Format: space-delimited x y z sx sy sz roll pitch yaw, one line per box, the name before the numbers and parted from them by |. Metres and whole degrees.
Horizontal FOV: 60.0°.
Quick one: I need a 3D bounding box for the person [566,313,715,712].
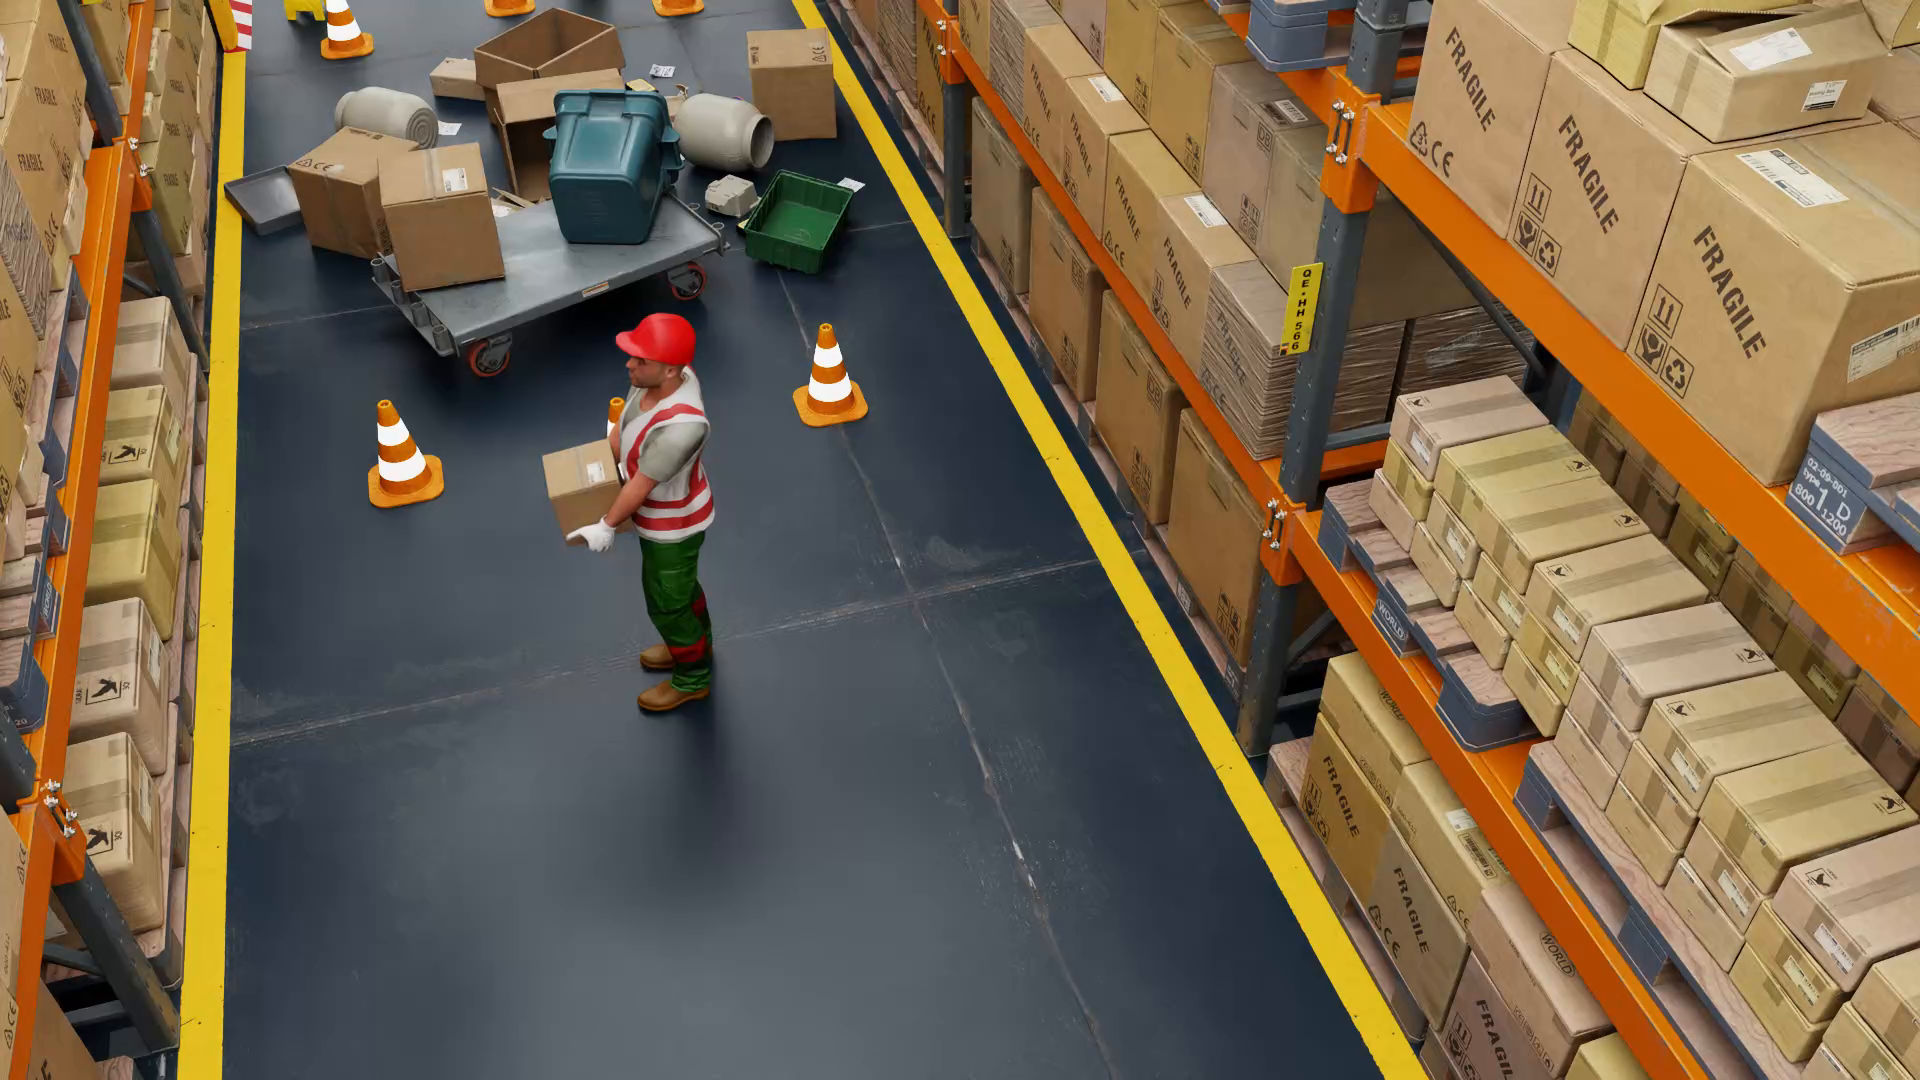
person | -1.189 -0.072 6.226 0.570 1.782 0.494 -11 43 -12
